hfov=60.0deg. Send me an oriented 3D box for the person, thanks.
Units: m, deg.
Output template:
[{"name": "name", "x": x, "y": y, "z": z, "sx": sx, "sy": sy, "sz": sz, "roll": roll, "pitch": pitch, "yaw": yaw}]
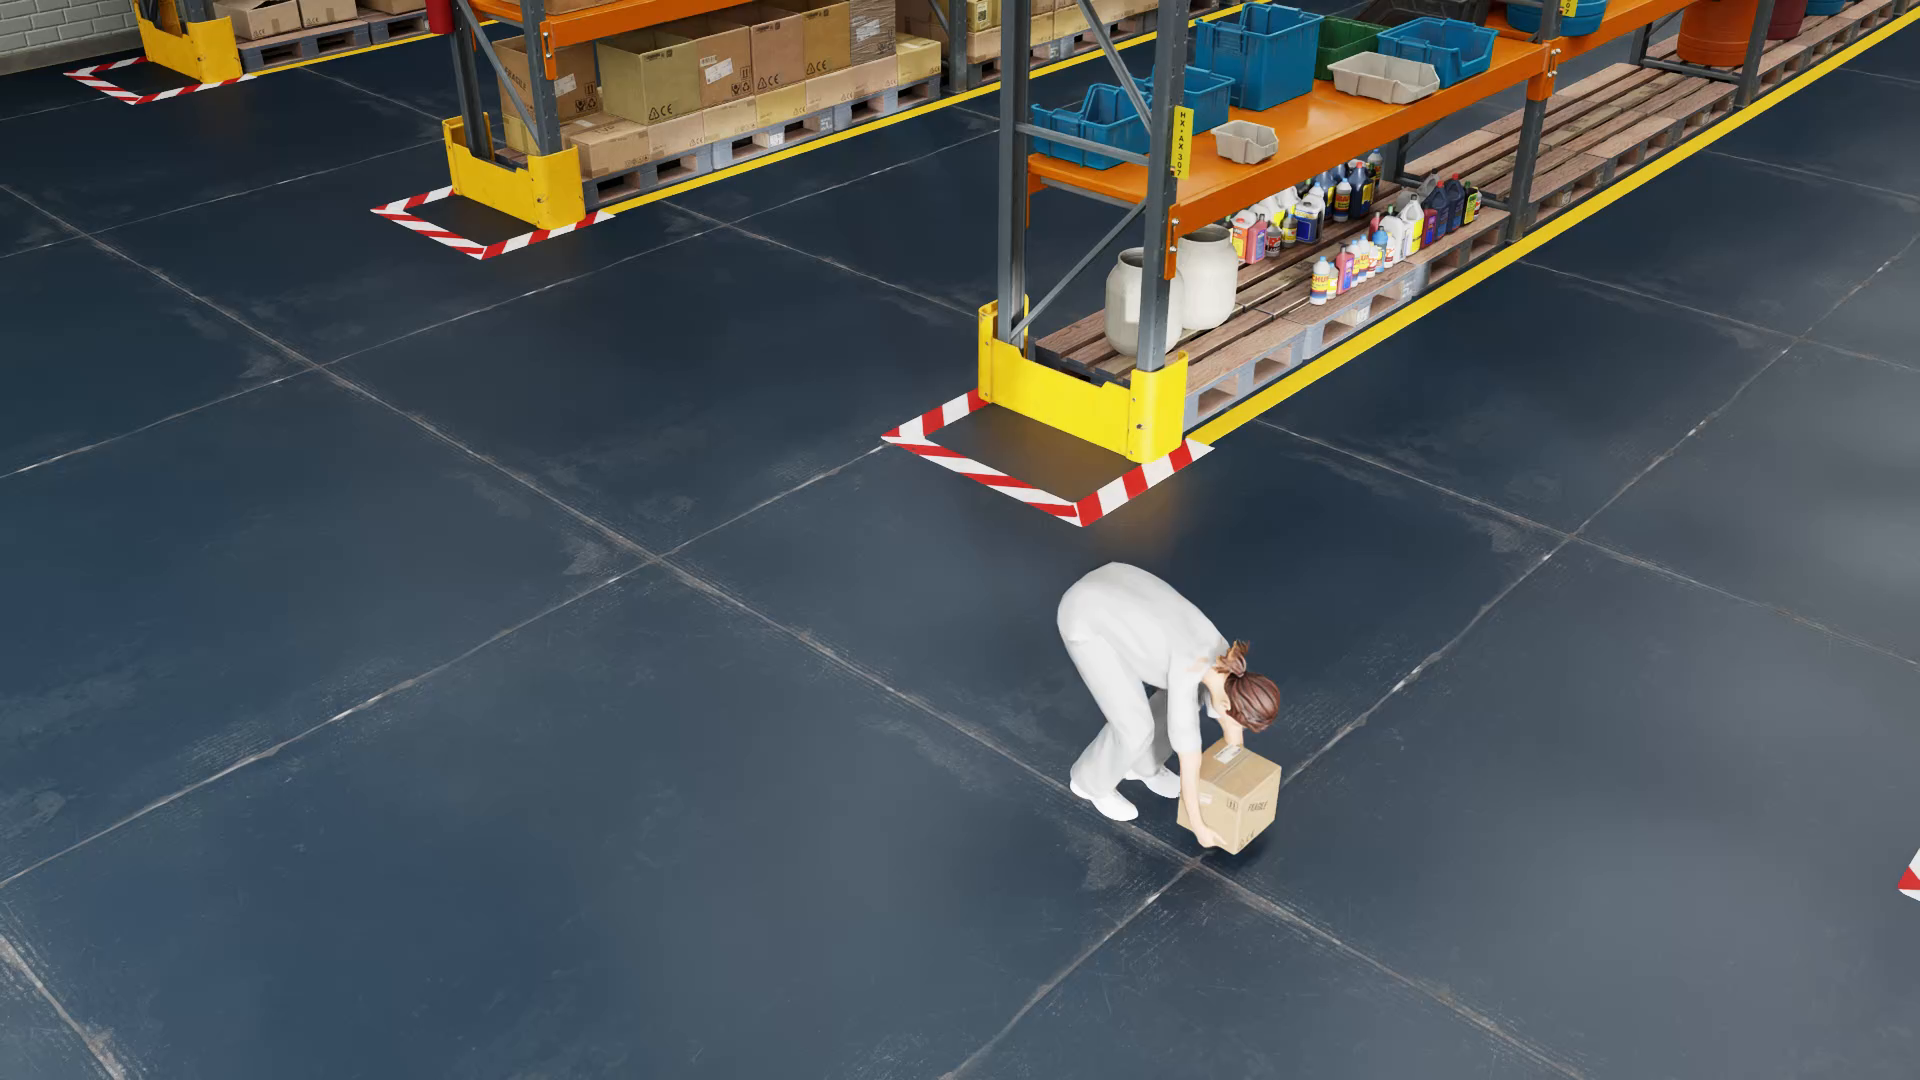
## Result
[{"name": "person", "x": 0.728, "y": 0.593, "z": 5.886, "sx": 0.852, "sy": 0.921, "sz": 0.455, "roll": 23, "pitch": 38, "yaw": 33}]
